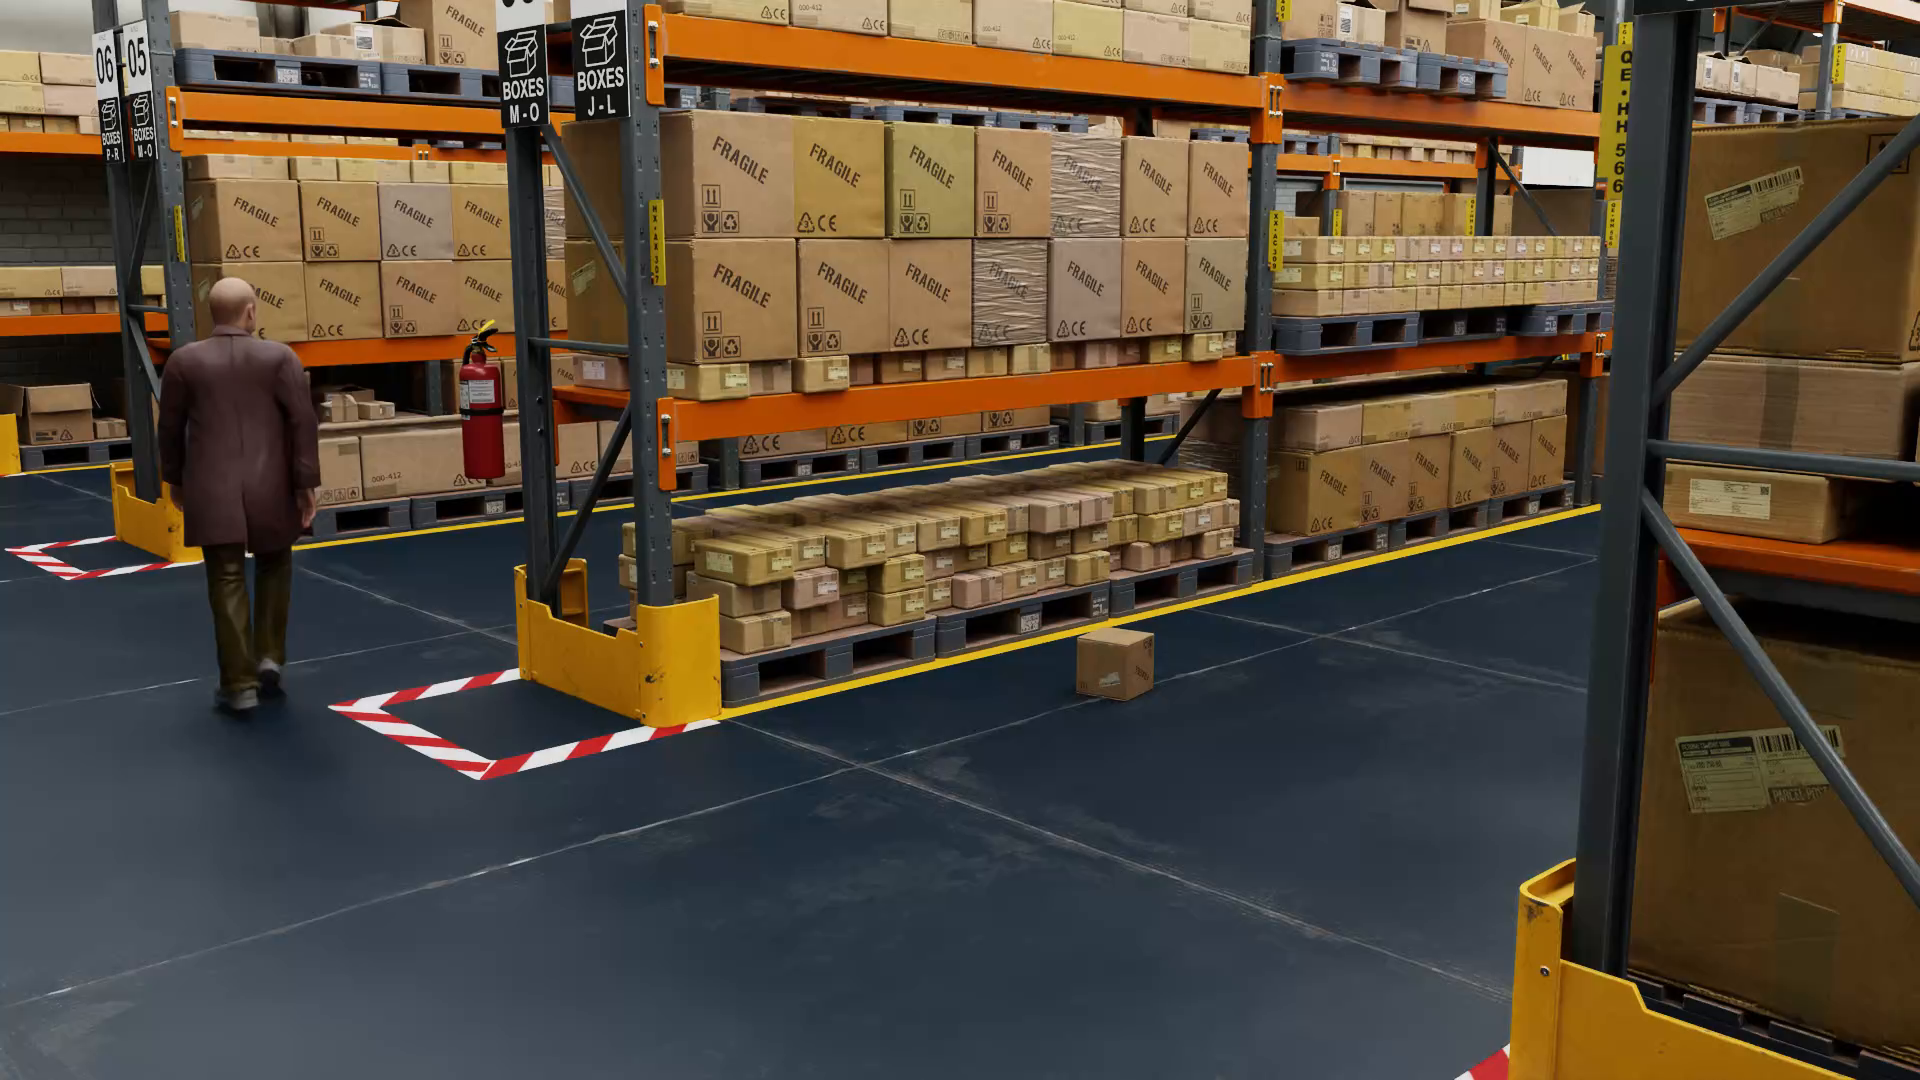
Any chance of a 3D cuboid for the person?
[{"bbox_3d":[-3.003,-0.165,6.972,0.598,1.848,0.663,-5,12,-27],"label":"person"}]
